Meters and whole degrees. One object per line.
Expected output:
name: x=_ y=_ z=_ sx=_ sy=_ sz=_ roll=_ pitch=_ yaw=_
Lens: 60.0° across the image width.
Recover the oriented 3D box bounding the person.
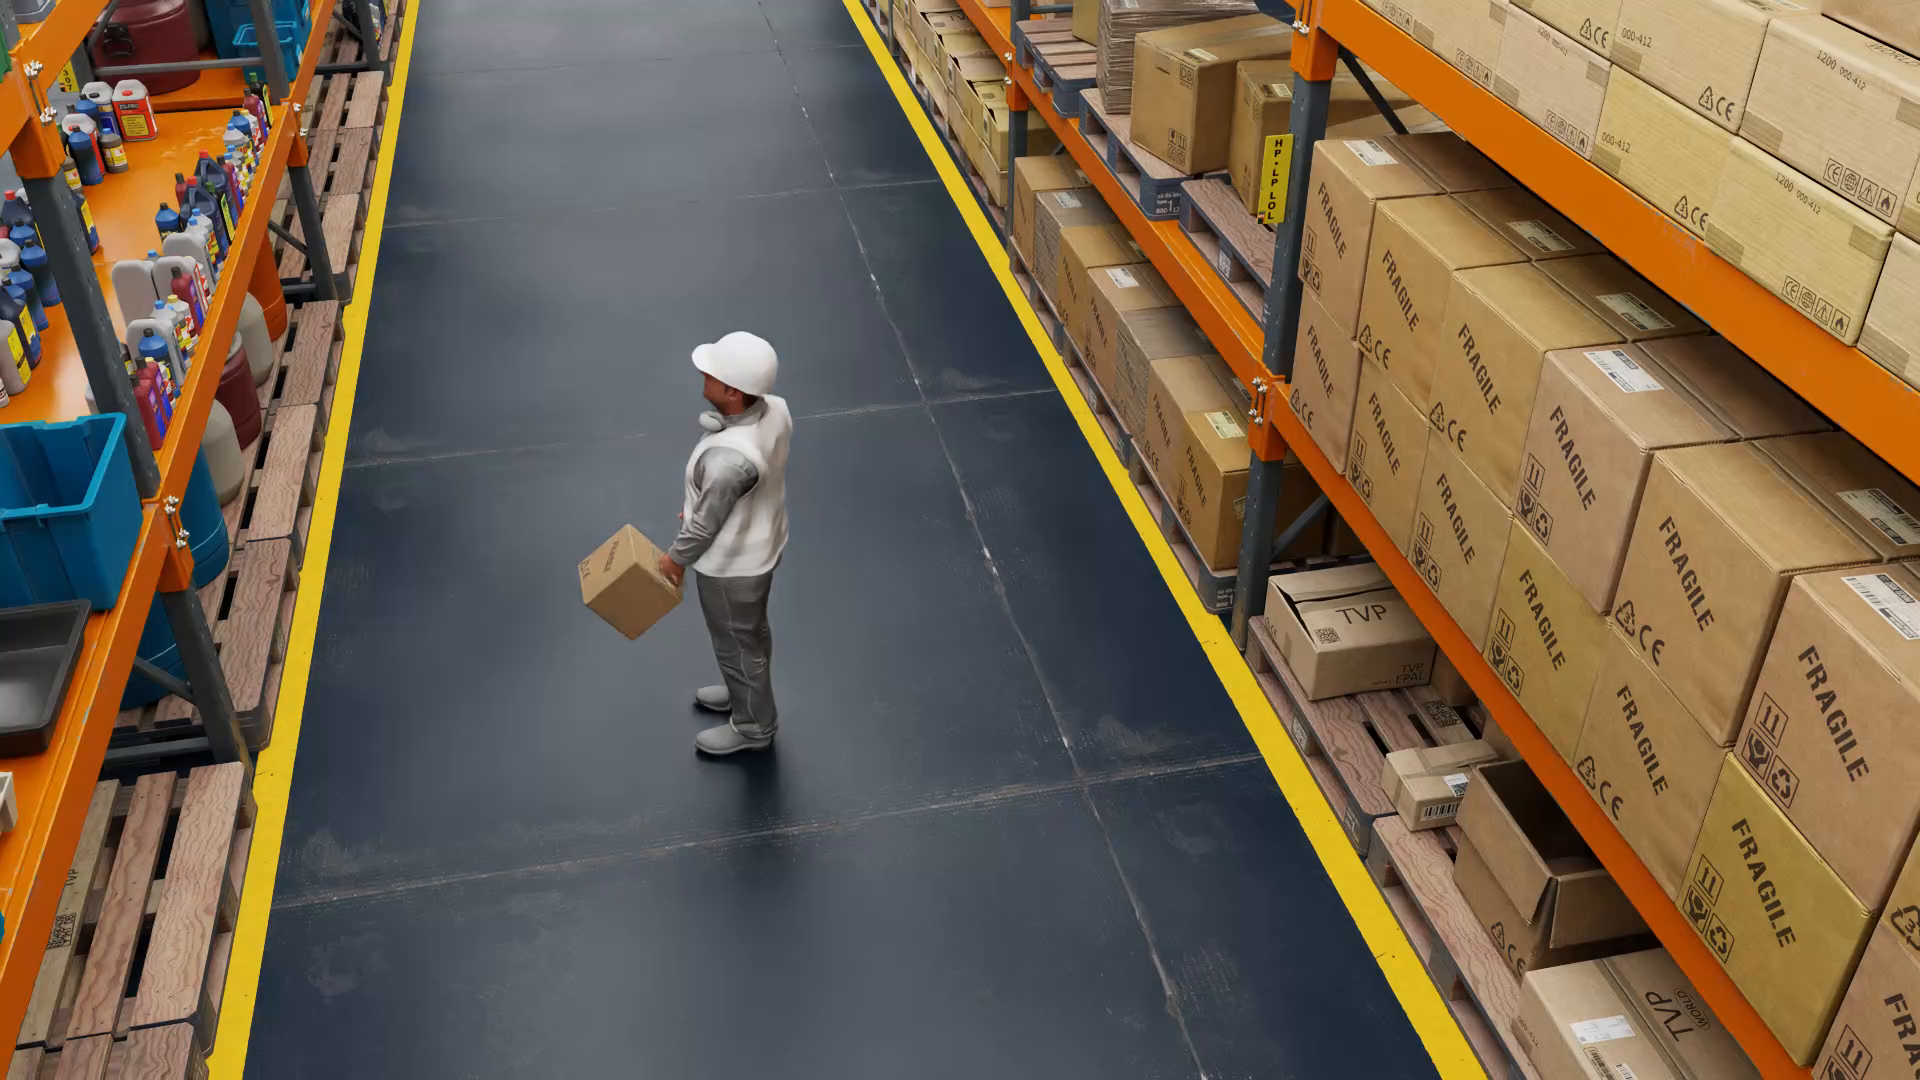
person: x=-0.797 y=0.107 z=6.110 sx=0.375 sy=1.490 sz=0.453 roll=7 pitch=35 yaw=10
